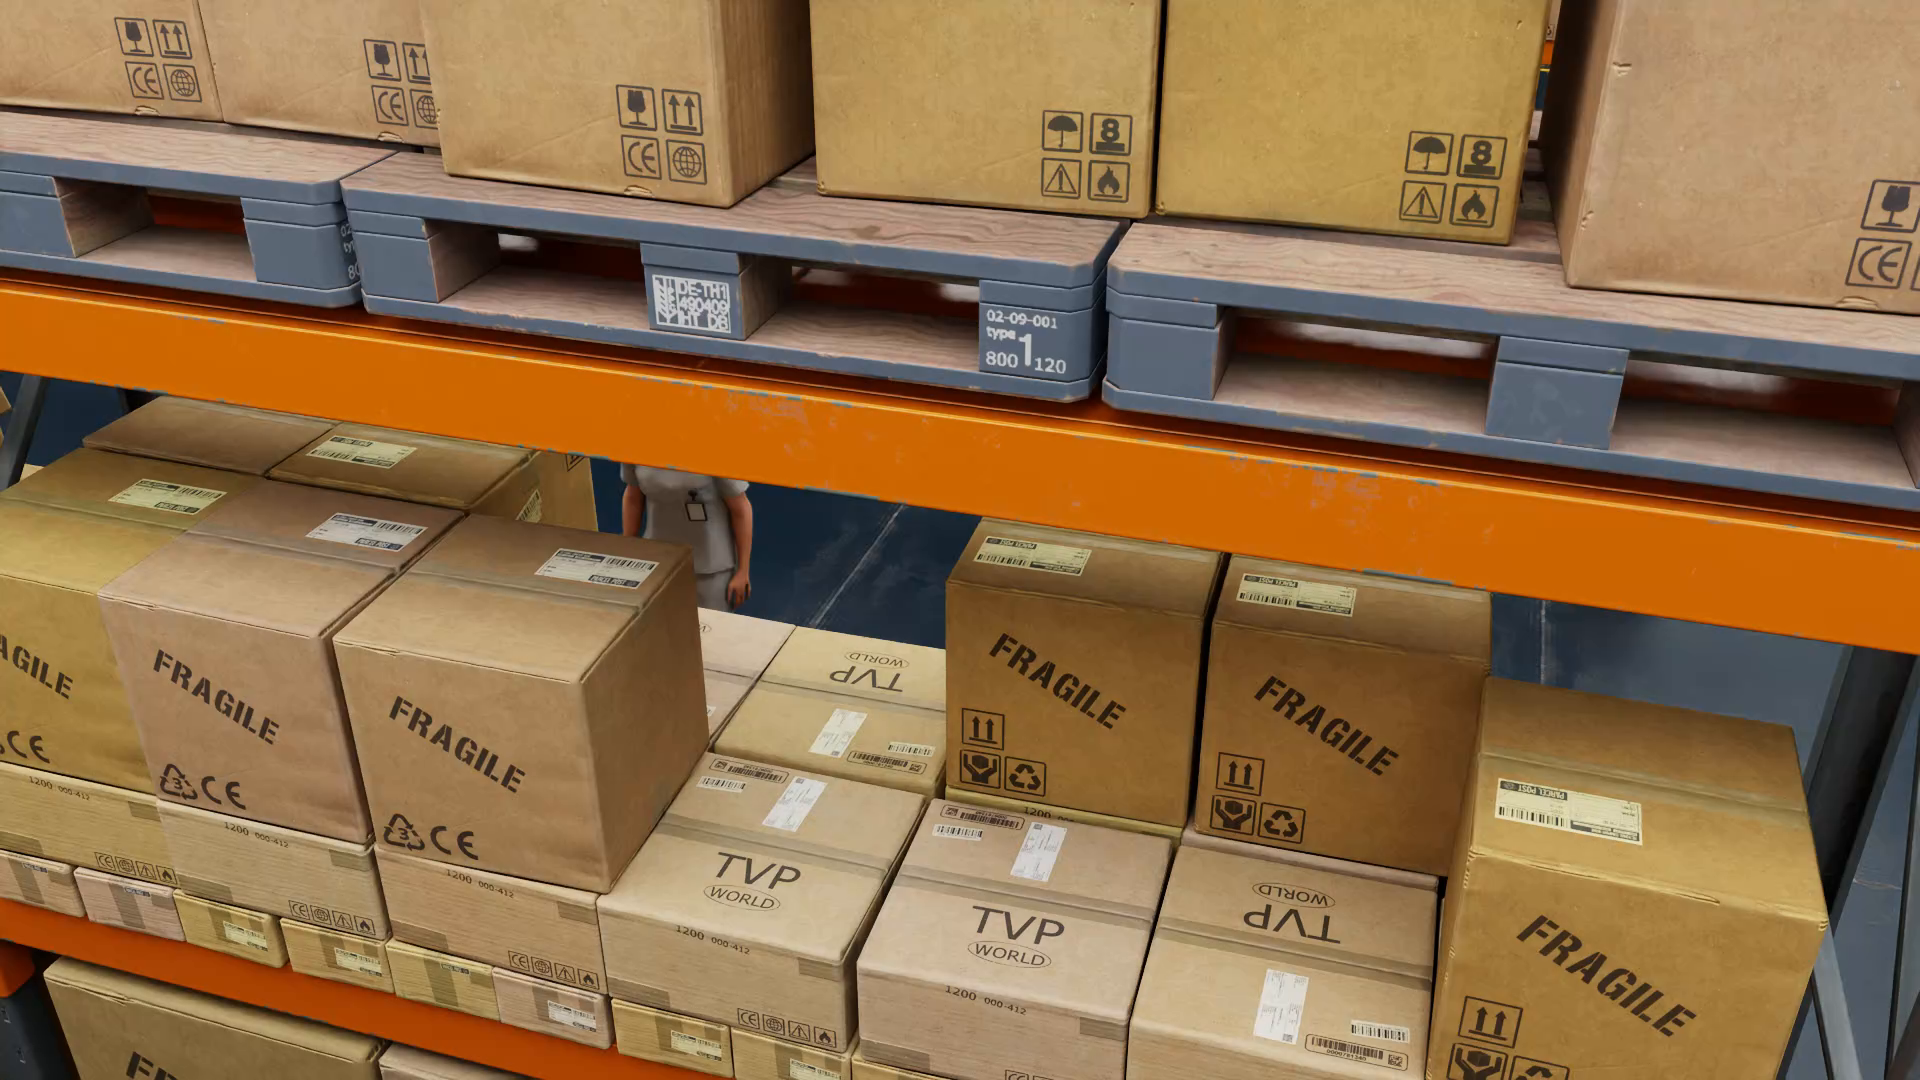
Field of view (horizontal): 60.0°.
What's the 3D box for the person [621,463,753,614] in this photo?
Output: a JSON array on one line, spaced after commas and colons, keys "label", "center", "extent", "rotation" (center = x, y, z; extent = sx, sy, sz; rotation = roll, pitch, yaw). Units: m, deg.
[{"label": "person", "center": [-0.989, 0.114, 5.926], "extent": [0.503, 1.671, 0.416], "rotation": [7, 30, 12]}]
